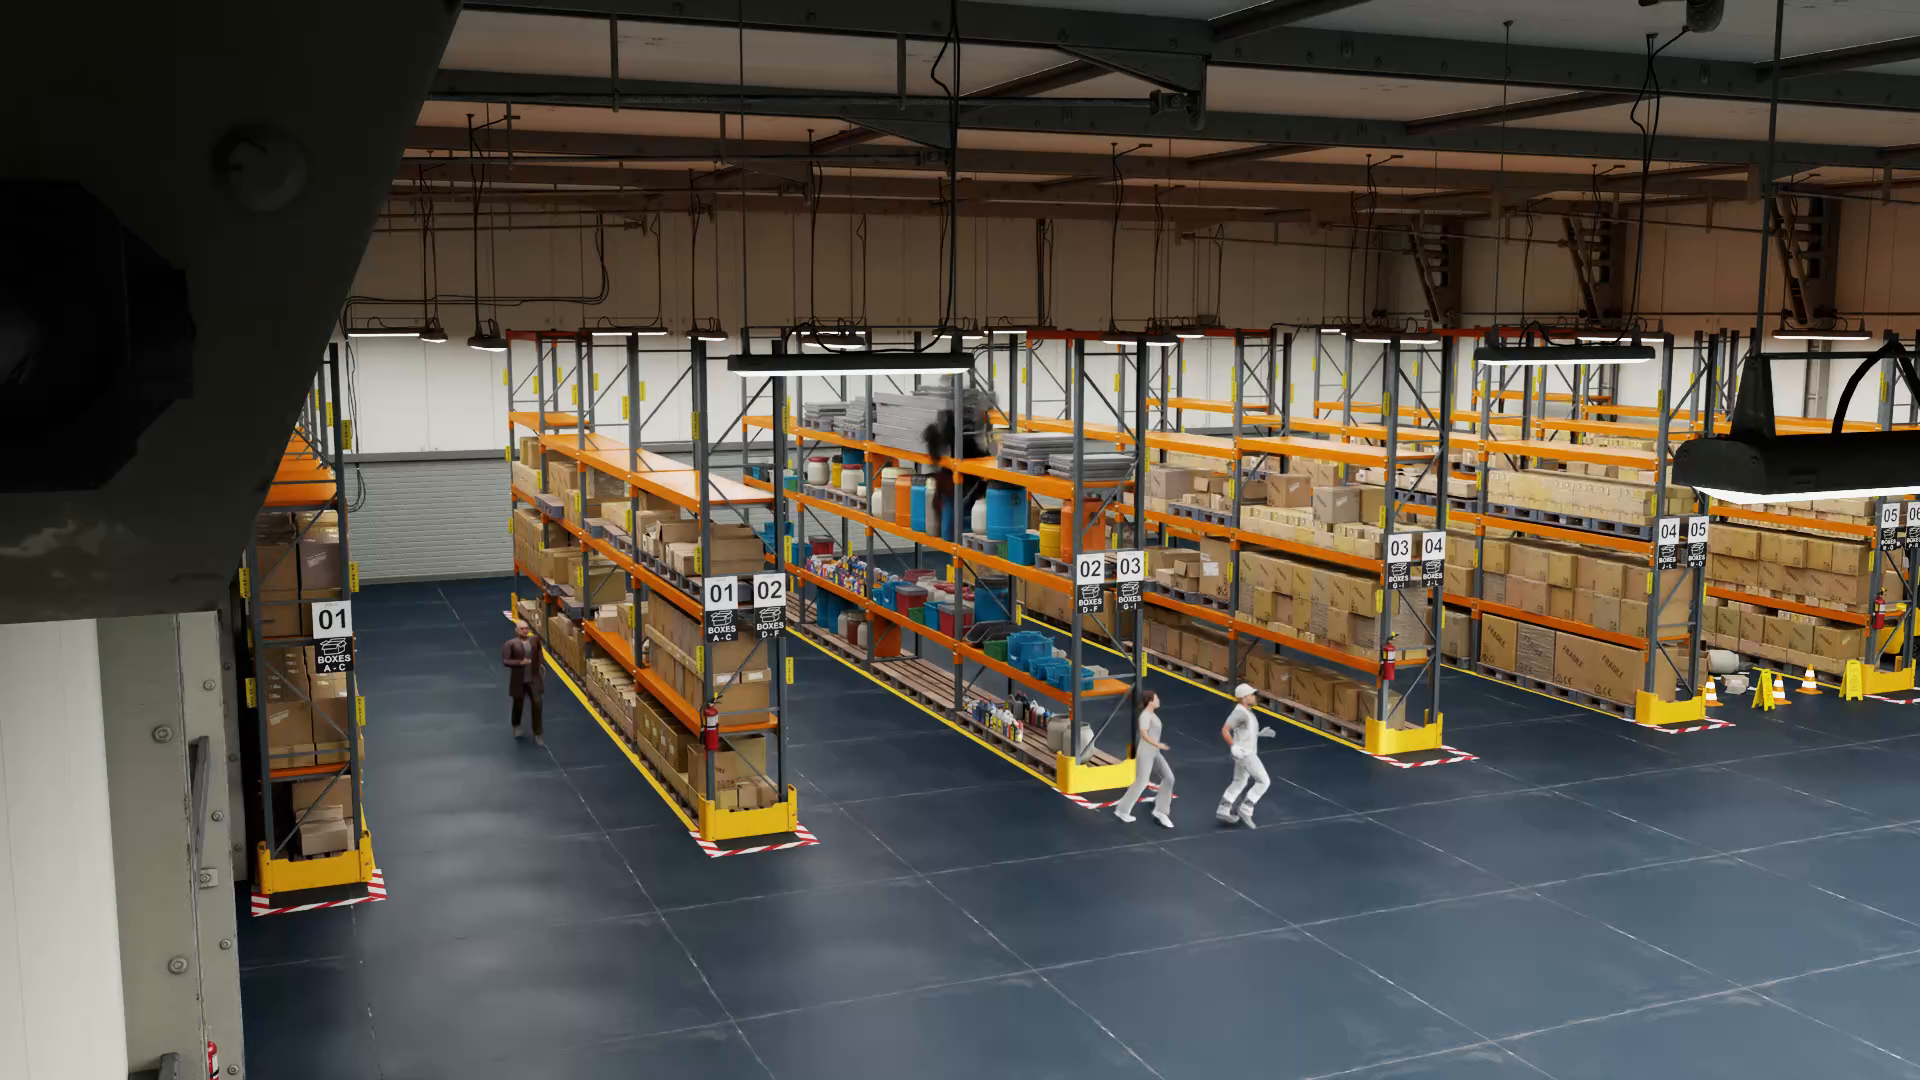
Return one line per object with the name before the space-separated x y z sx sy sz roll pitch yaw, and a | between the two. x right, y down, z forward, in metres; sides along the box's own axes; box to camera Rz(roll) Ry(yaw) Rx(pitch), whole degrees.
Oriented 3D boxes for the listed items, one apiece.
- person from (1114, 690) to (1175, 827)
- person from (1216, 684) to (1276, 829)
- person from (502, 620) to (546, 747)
person | 2.342 2.723 20.779 0.722 1.652 0.647 3 8 18
person | 3.535 2.662 20.545 0.713 1.794 0.636 1 8 10
person | -6.449 2.093 24.634 0.678 1.829 0.923 -4 9 -30
